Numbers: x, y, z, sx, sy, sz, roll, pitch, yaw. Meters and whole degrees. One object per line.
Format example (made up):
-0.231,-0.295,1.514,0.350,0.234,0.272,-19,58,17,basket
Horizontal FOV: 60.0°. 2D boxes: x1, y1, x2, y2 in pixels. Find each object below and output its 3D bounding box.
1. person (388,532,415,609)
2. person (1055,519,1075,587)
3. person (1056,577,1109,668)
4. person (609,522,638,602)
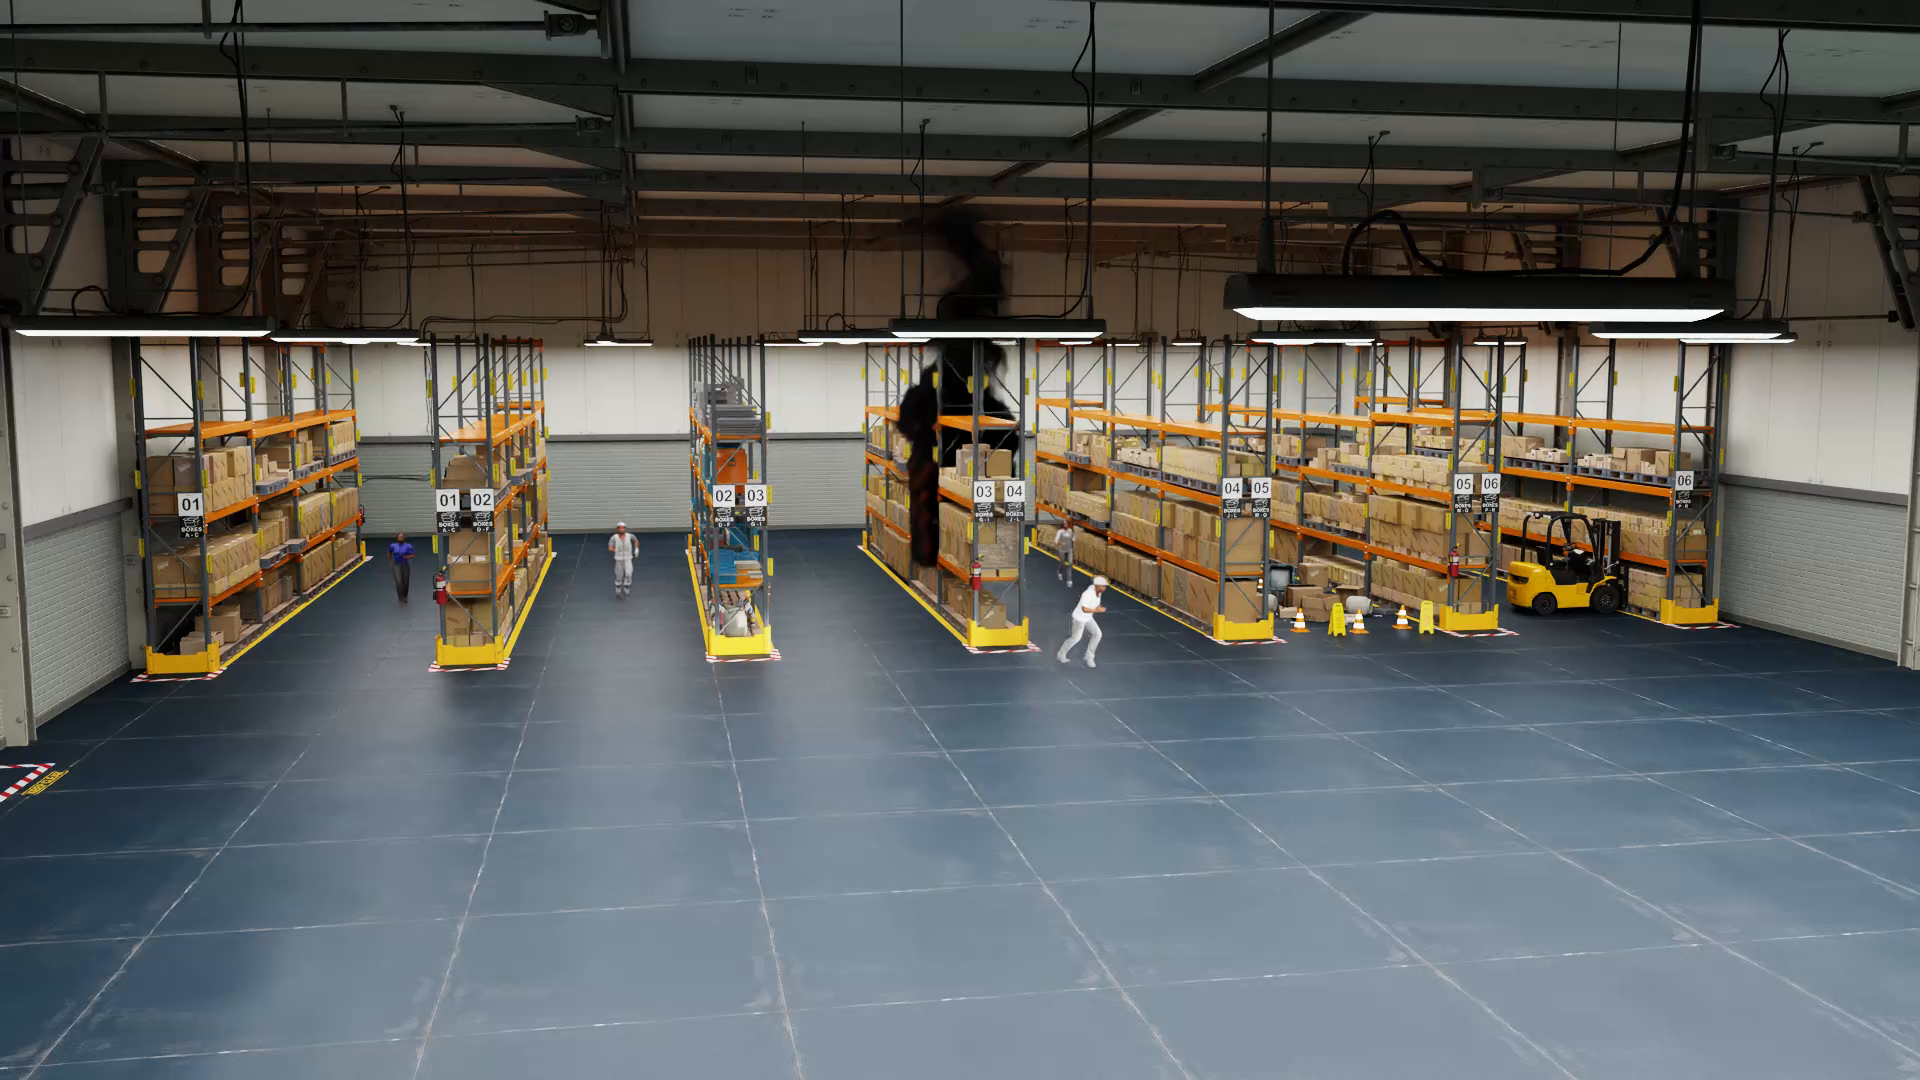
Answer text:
-12.406,0.643,36.977,0.567,1.660,0.915,-2,7,-20,person
2.570,0.301,40.456,0.552,1.592,0.894,-1,7,-11,person
2.227,1.426,30.093,0.992,1.583,0.740,3,7,26,person
-7.688,0.484,38.027,0.674,1.817,0.904,-2,7,-13,person
